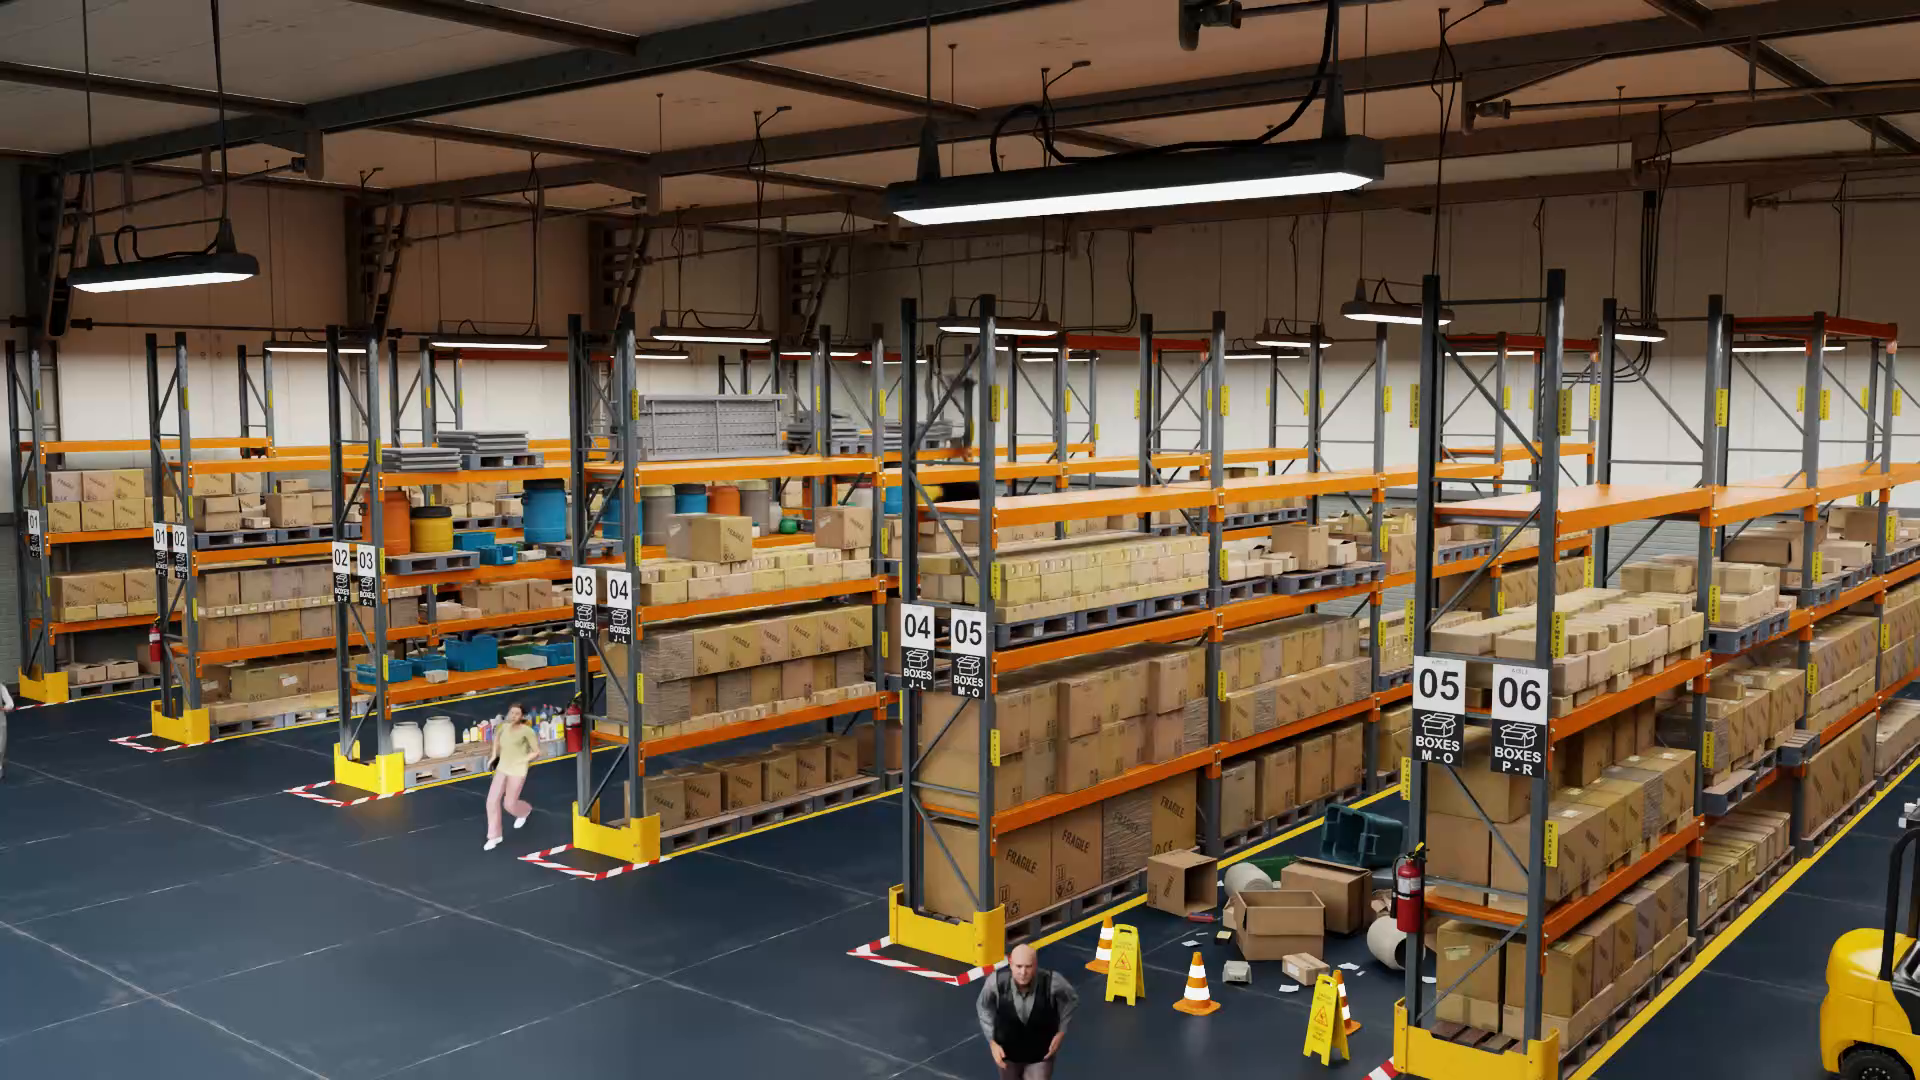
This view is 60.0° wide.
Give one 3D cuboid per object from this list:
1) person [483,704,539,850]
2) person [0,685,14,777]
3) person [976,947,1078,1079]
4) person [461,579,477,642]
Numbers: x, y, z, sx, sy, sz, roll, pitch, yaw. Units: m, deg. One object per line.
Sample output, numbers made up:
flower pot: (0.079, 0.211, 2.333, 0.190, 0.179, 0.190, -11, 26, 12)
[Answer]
person: (-5.092, 2.671, 18.970, 0.623, 1.647, 0.732, 1, 5, 16)
person: (-12.529, 2.433, 21.486, 0.545, 1.575, 0.864, -3, 6, -33)
person: (0.435, 3.386, 10.899, 0.661, 1.673, 0.886, 0, 5, 1)
person: (-9.277, 1.508, 31.578, 0.584, 1.615, 0.632, 4, 7, 38)
